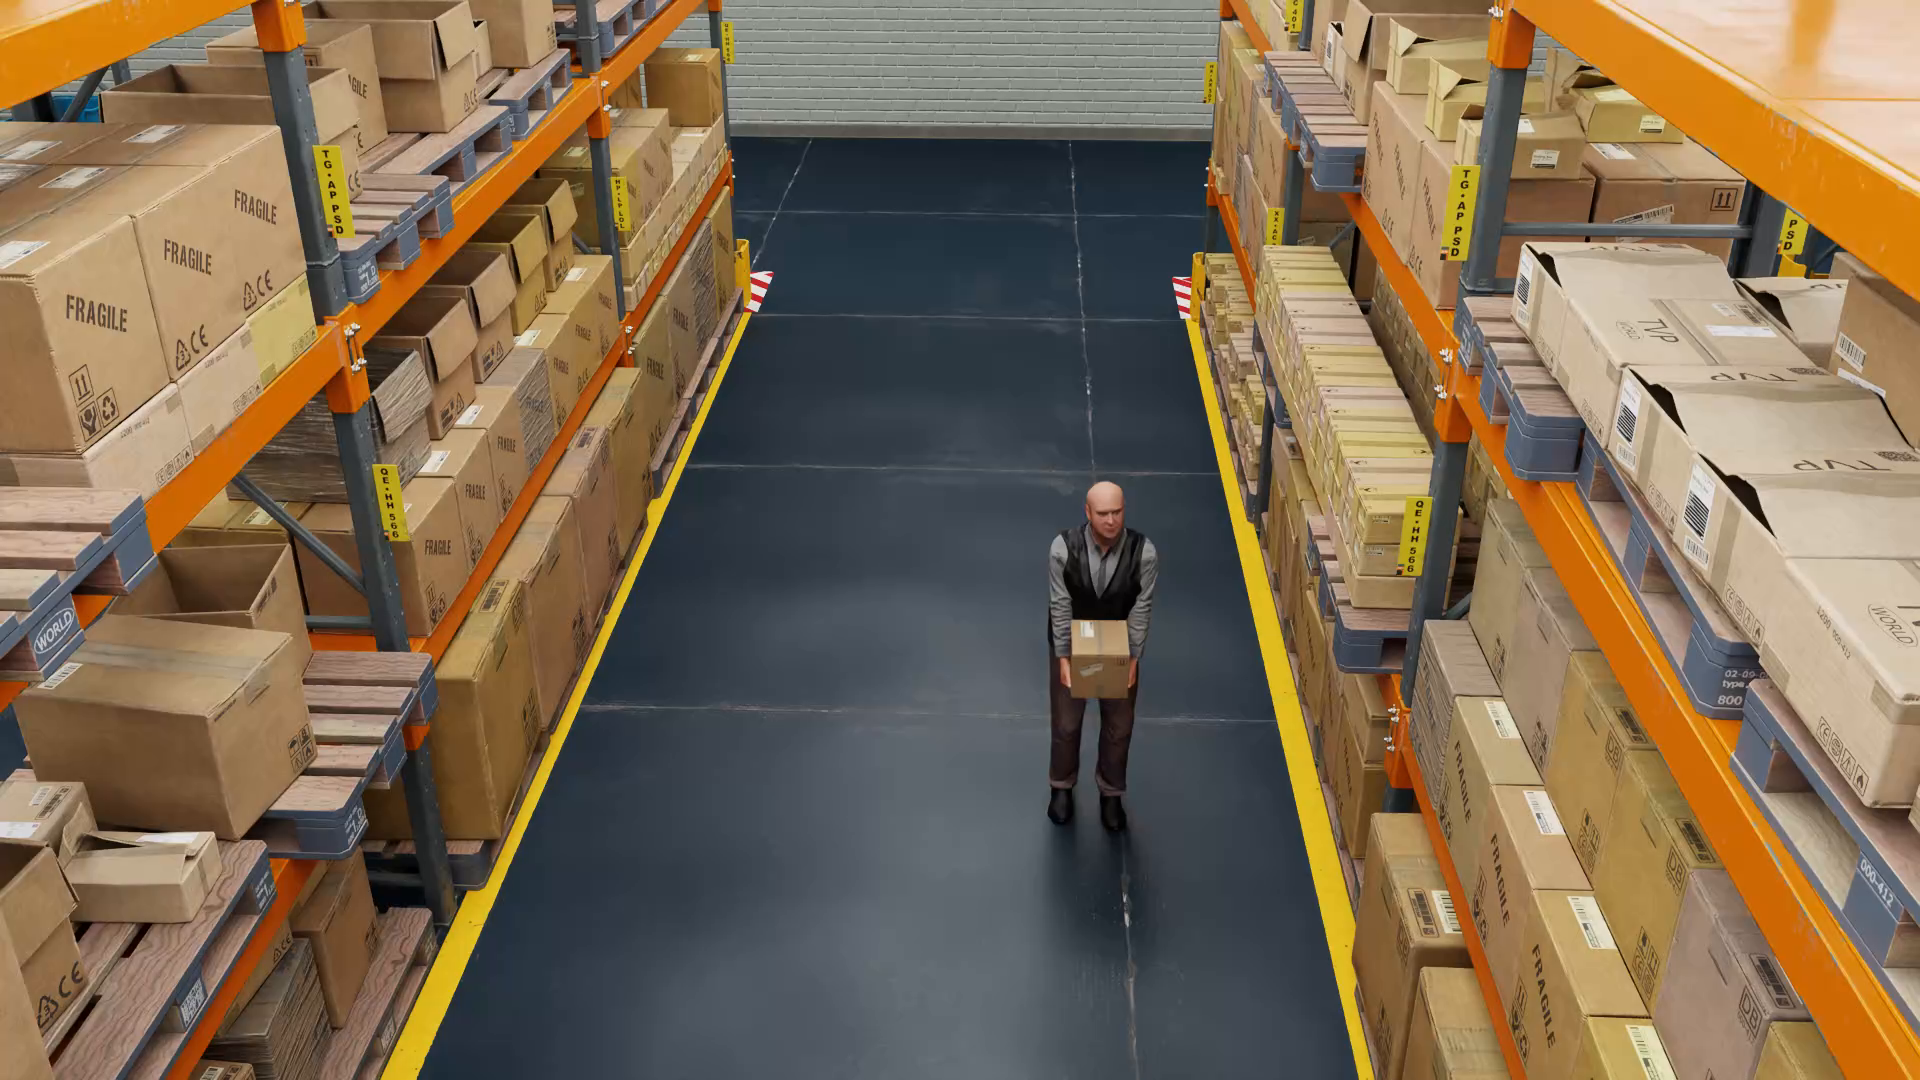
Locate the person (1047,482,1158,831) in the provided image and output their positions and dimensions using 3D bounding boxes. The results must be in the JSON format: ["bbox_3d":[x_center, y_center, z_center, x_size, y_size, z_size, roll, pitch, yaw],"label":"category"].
[{"bbox_3d":[0.638,0.558,7.594,0.495,1.721,0.560,1,28,1],"label":"person"}]
